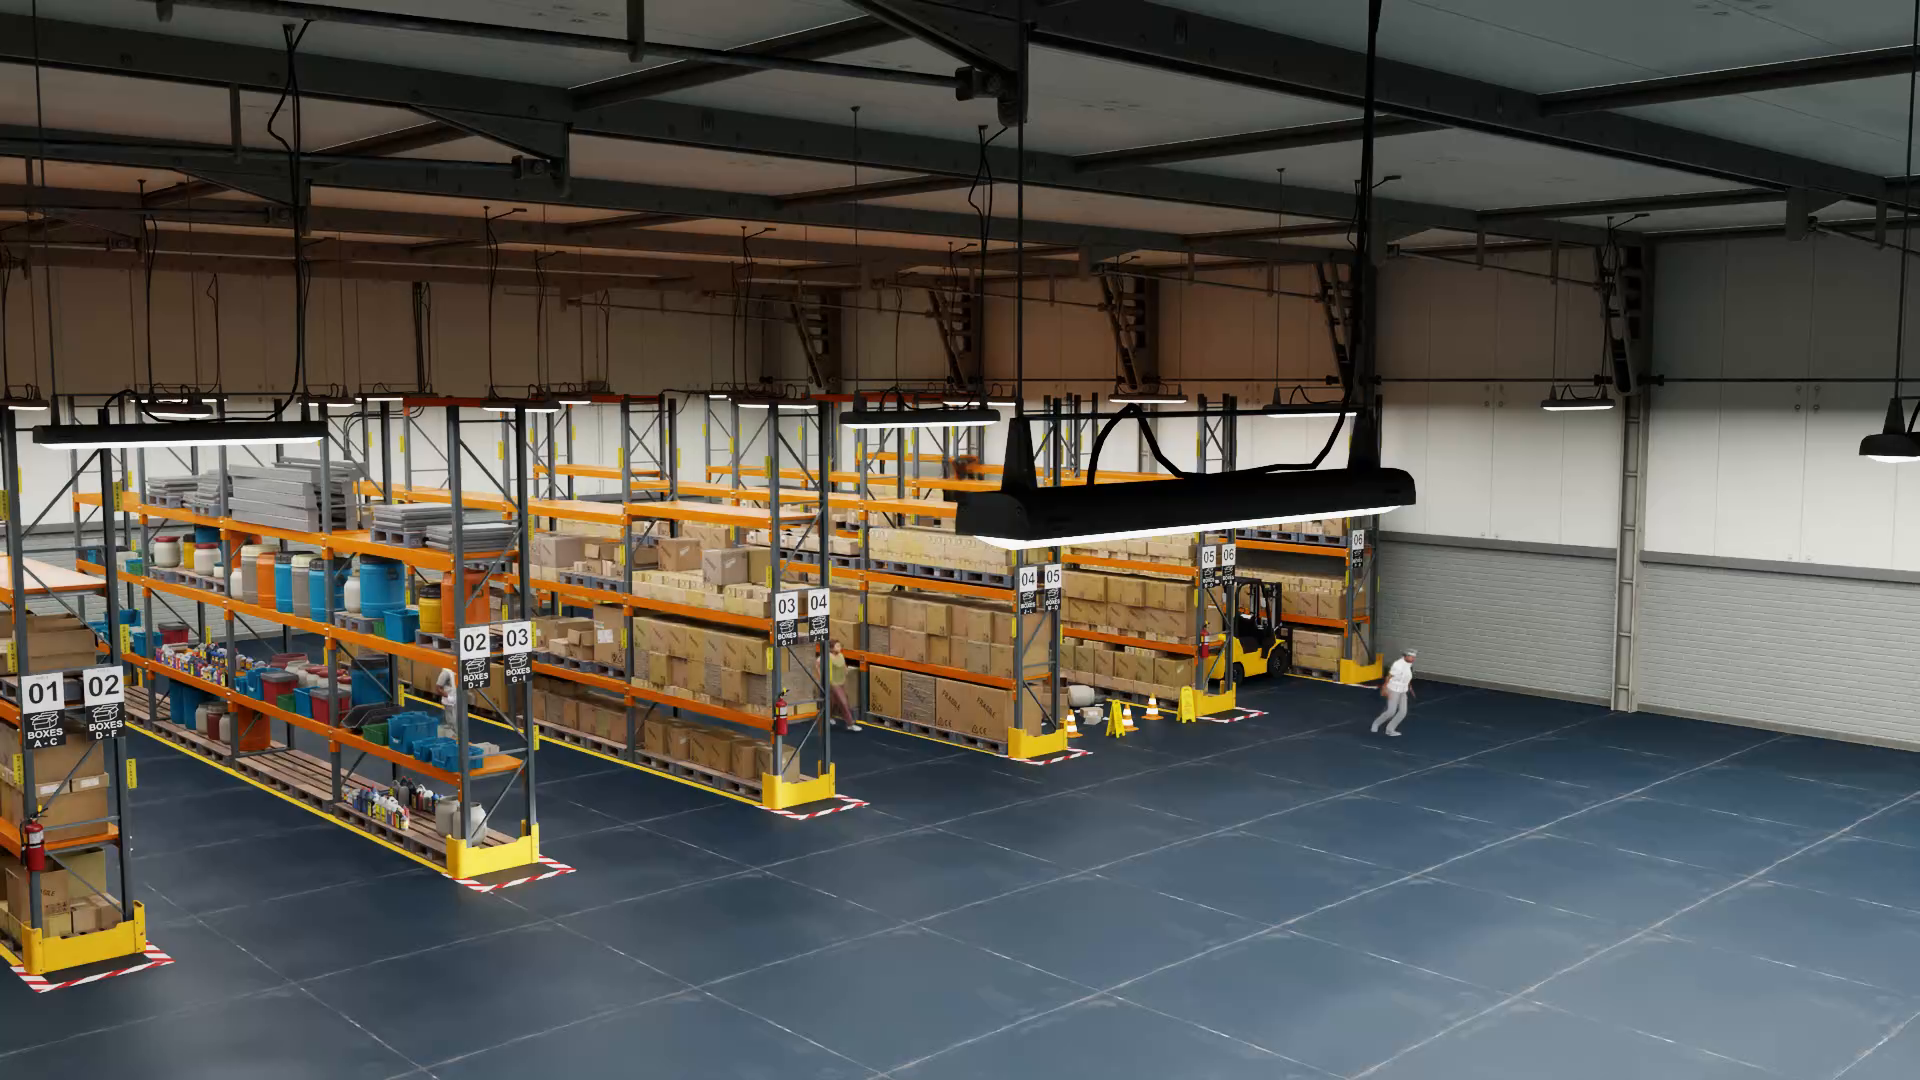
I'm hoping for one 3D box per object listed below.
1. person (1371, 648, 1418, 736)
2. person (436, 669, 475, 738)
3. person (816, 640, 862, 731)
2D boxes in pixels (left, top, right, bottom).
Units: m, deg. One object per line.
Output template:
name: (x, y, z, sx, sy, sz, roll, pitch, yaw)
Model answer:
person: (7.712, 2.691, 29.488, 0.739, 1.580, 0.644, -5, 7, -40)
person: (-8.628, 2.756, 28.230, 0.710, 1.729, 0.682, 4, 7, 36)
person: (-2.227, 2.589, 29.837, 0.965, 1.629, 0.586, 4, 7, 38)
